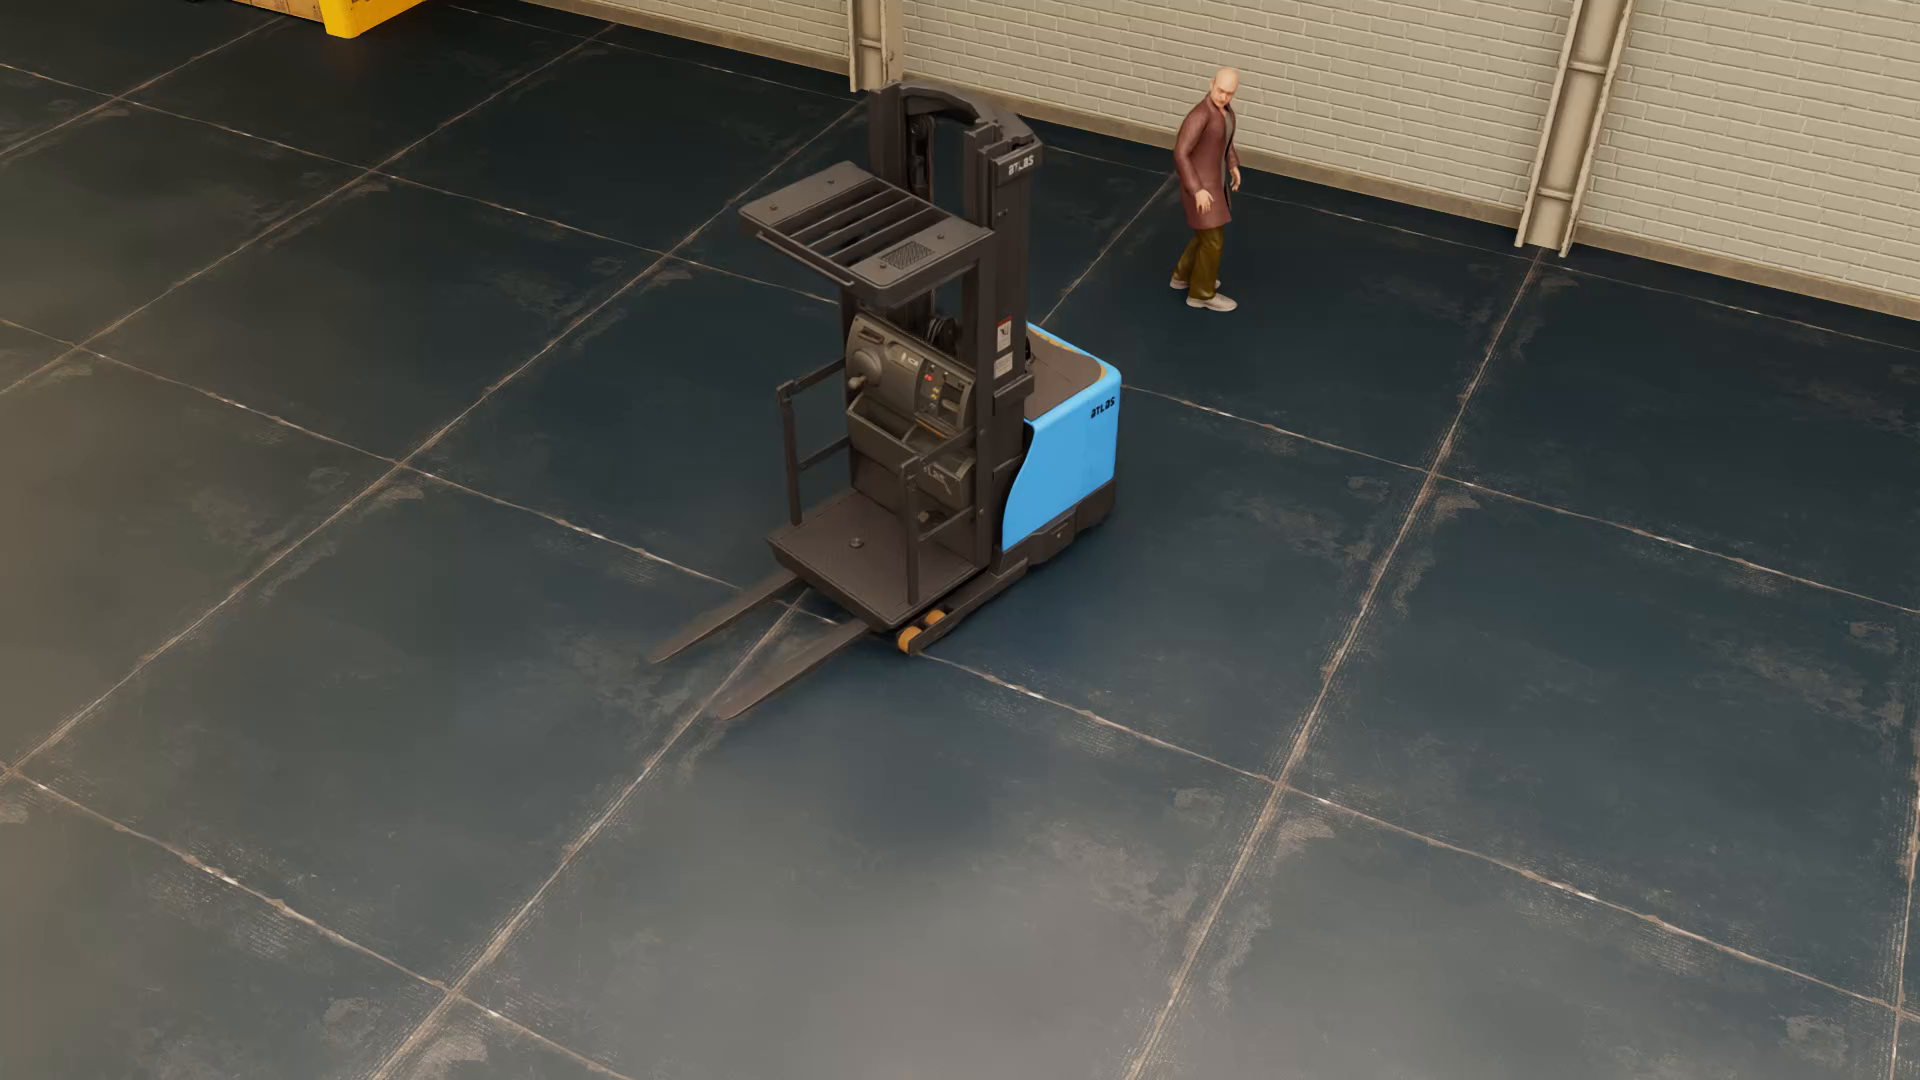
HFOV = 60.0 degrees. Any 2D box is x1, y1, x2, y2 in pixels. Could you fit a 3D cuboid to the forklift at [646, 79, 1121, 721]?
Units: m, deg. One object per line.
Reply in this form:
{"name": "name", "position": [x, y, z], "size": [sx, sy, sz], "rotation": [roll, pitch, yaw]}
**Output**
{"name": "forklift", "position": [-0.428, -0.841, 8.985], "size": [1.130, 2.935, 3.031], "rotation": [32, 50, 33]}

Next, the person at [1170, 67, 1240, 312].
{"name": "person", "position": [1.835, -2.513, 11.887], "size": [0.556, 1.758, 0.777], "rotation": [14, 42, 16]}
